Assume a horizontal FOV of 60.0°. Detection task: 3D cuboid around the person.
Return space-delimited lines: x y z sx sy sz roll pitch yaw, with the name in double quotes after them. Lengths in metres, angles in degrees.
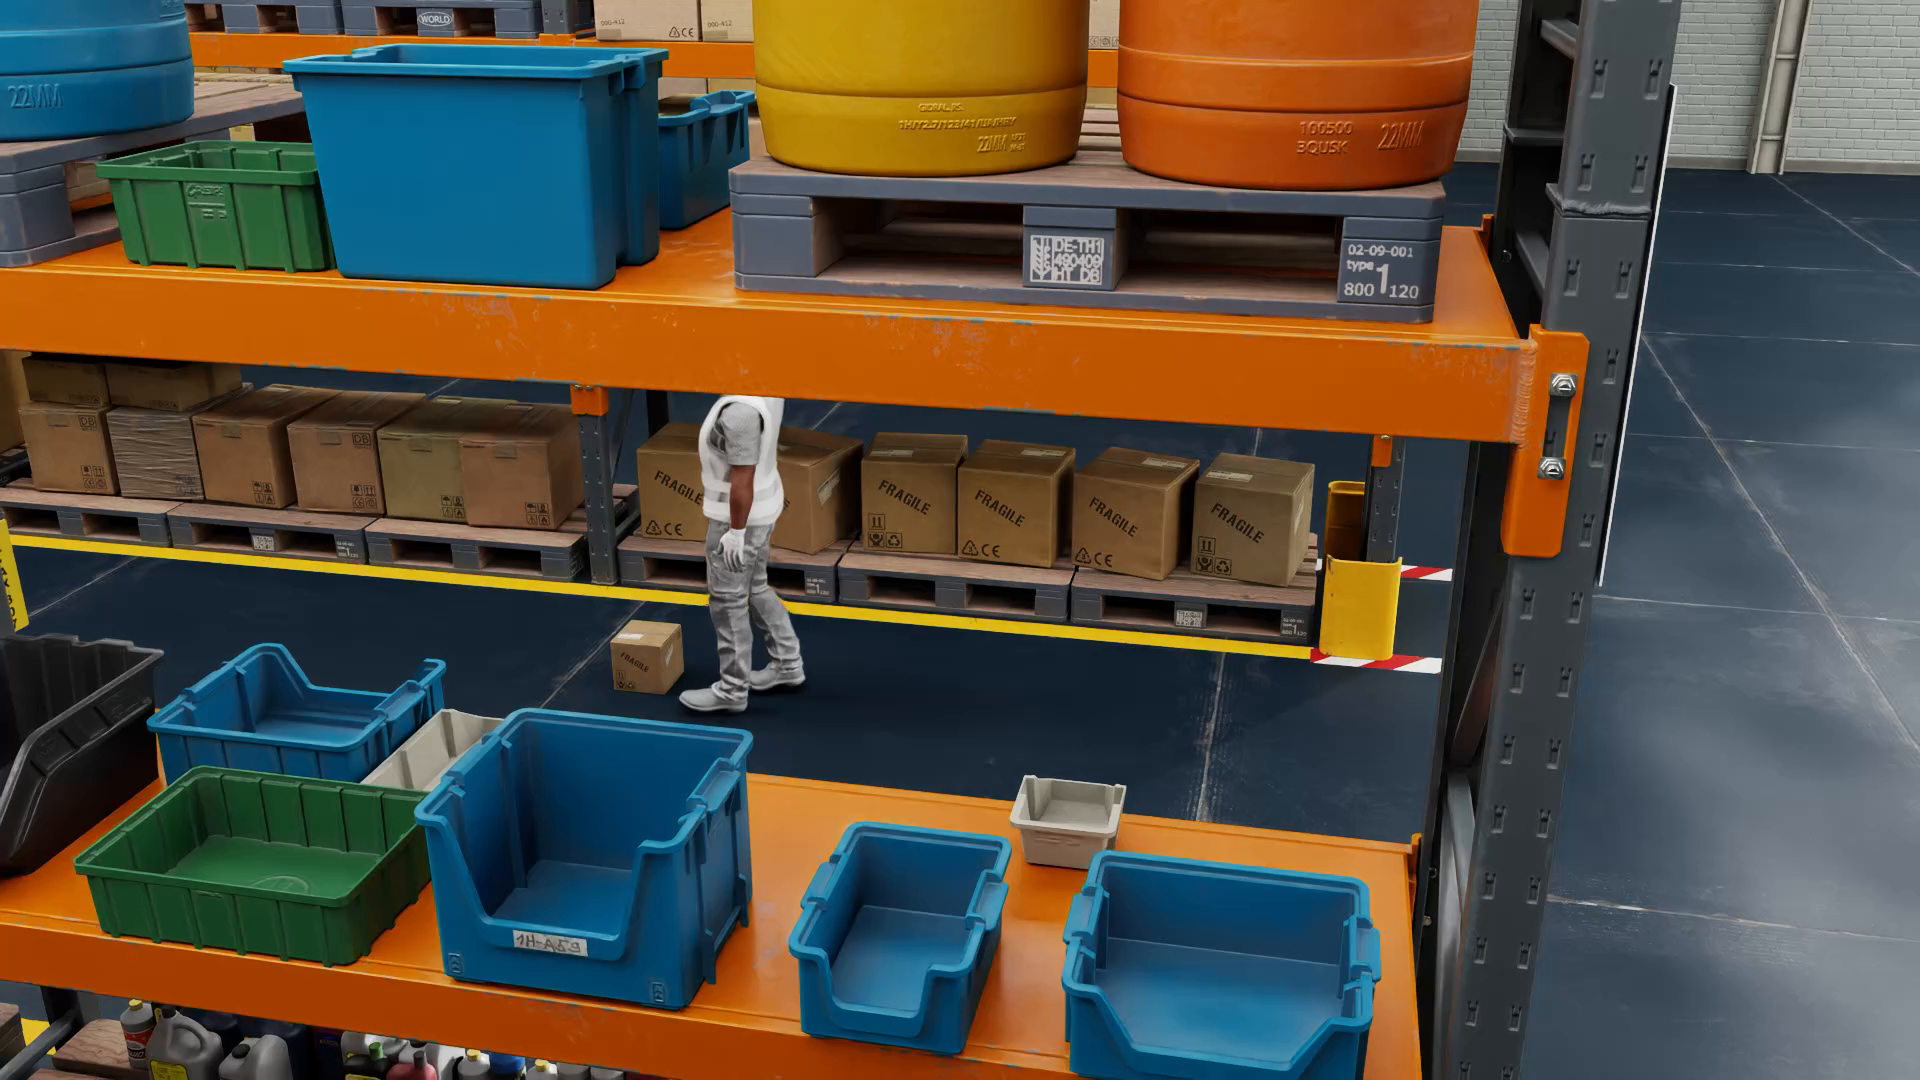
-0.989 -0.114 7.317 0.525 1.790 0.573 2 21 6 "person"
